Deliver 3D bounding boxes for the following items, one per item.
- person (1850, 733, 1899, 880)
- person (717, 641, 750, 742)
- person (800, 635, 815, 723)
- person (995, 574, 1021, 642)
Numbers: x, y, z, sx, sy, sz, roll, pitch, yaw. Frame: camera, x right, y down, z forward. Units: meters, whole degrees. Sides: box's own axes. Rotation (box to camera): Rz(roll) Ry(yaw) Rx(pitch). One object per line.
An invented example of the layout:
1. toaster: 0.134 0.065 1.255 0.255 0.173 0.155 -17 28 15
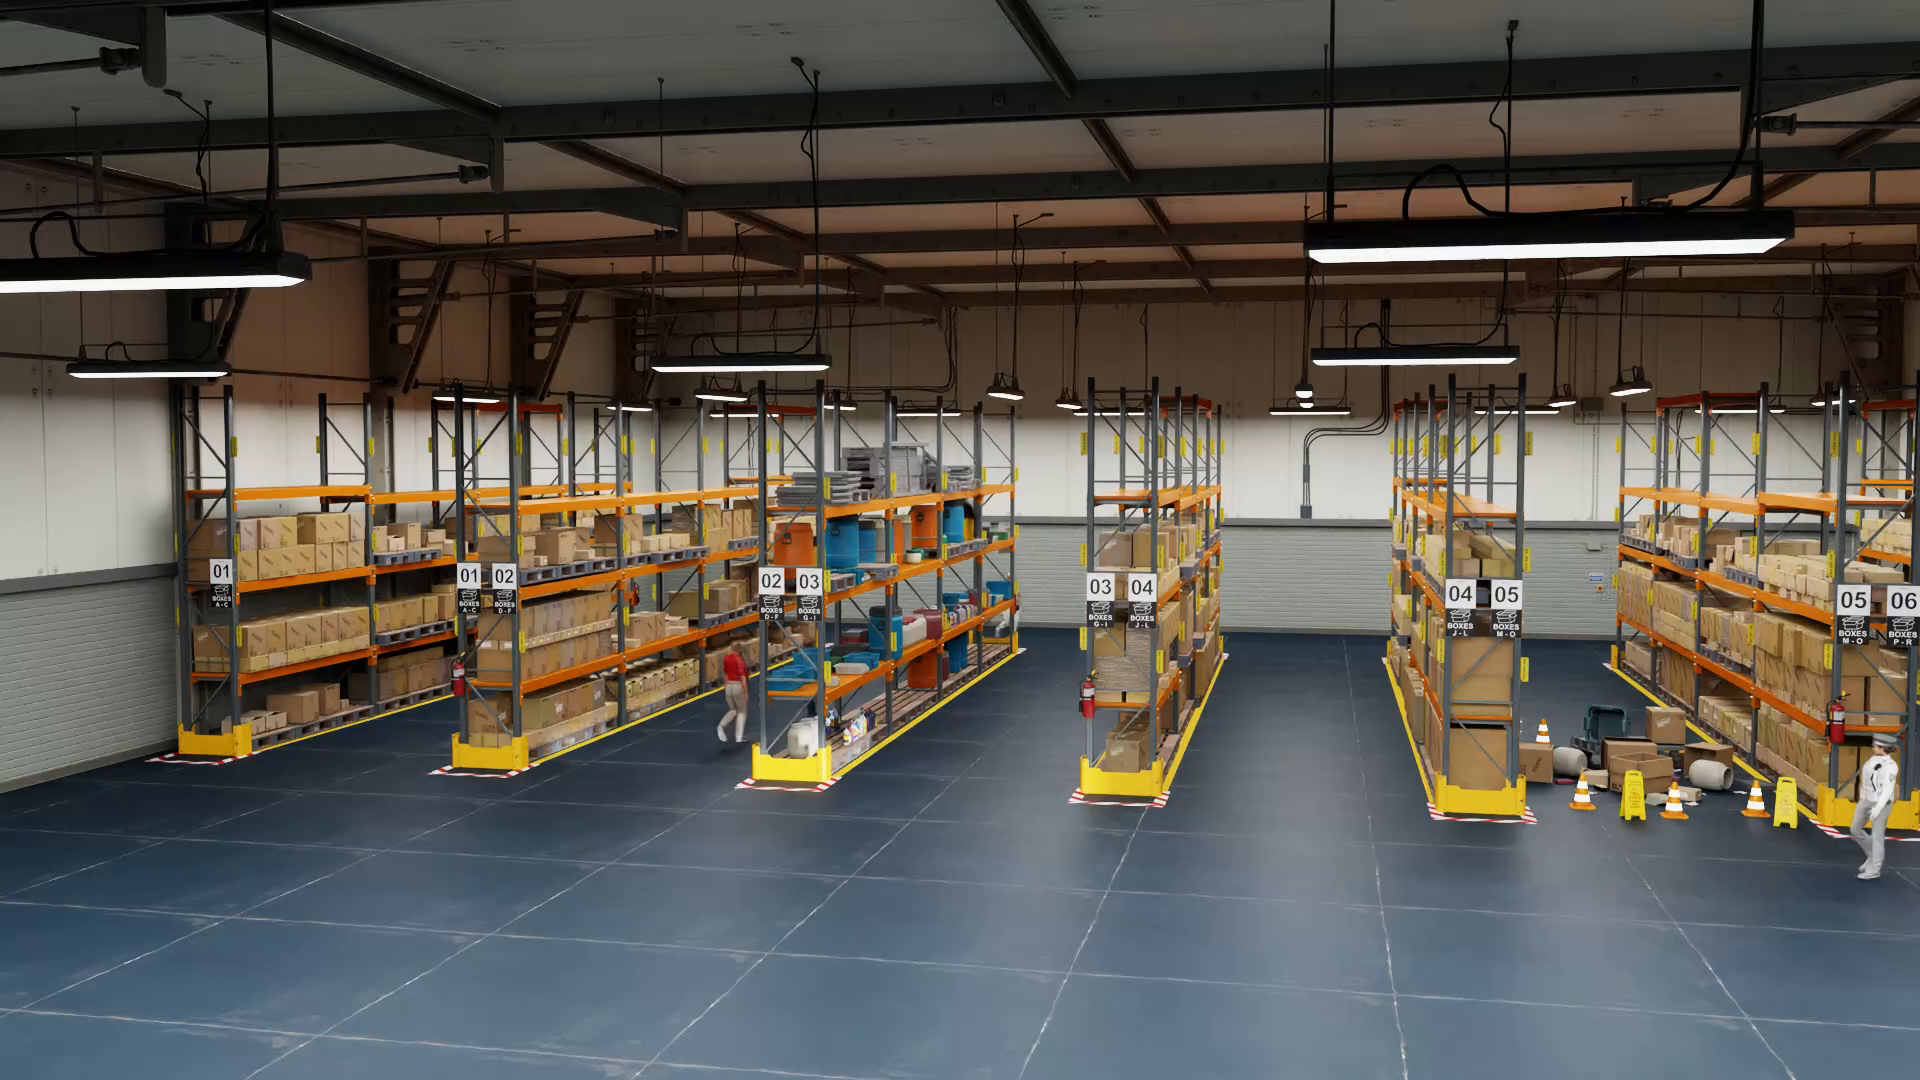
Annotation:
1. person: 10.621 3.087 19.343 0.479 1.685 0.554 -1 3 -10
2. person: -3.804 2.559 28.052 0.548 1.714 0.609 3 4 41
3. person: -2.754 2.528 30.022 0.347 1.620 0.455 2 4 29
4. person: 1.260 1.725 42.598 0.587 1.764 0.700 -2 4 -36
